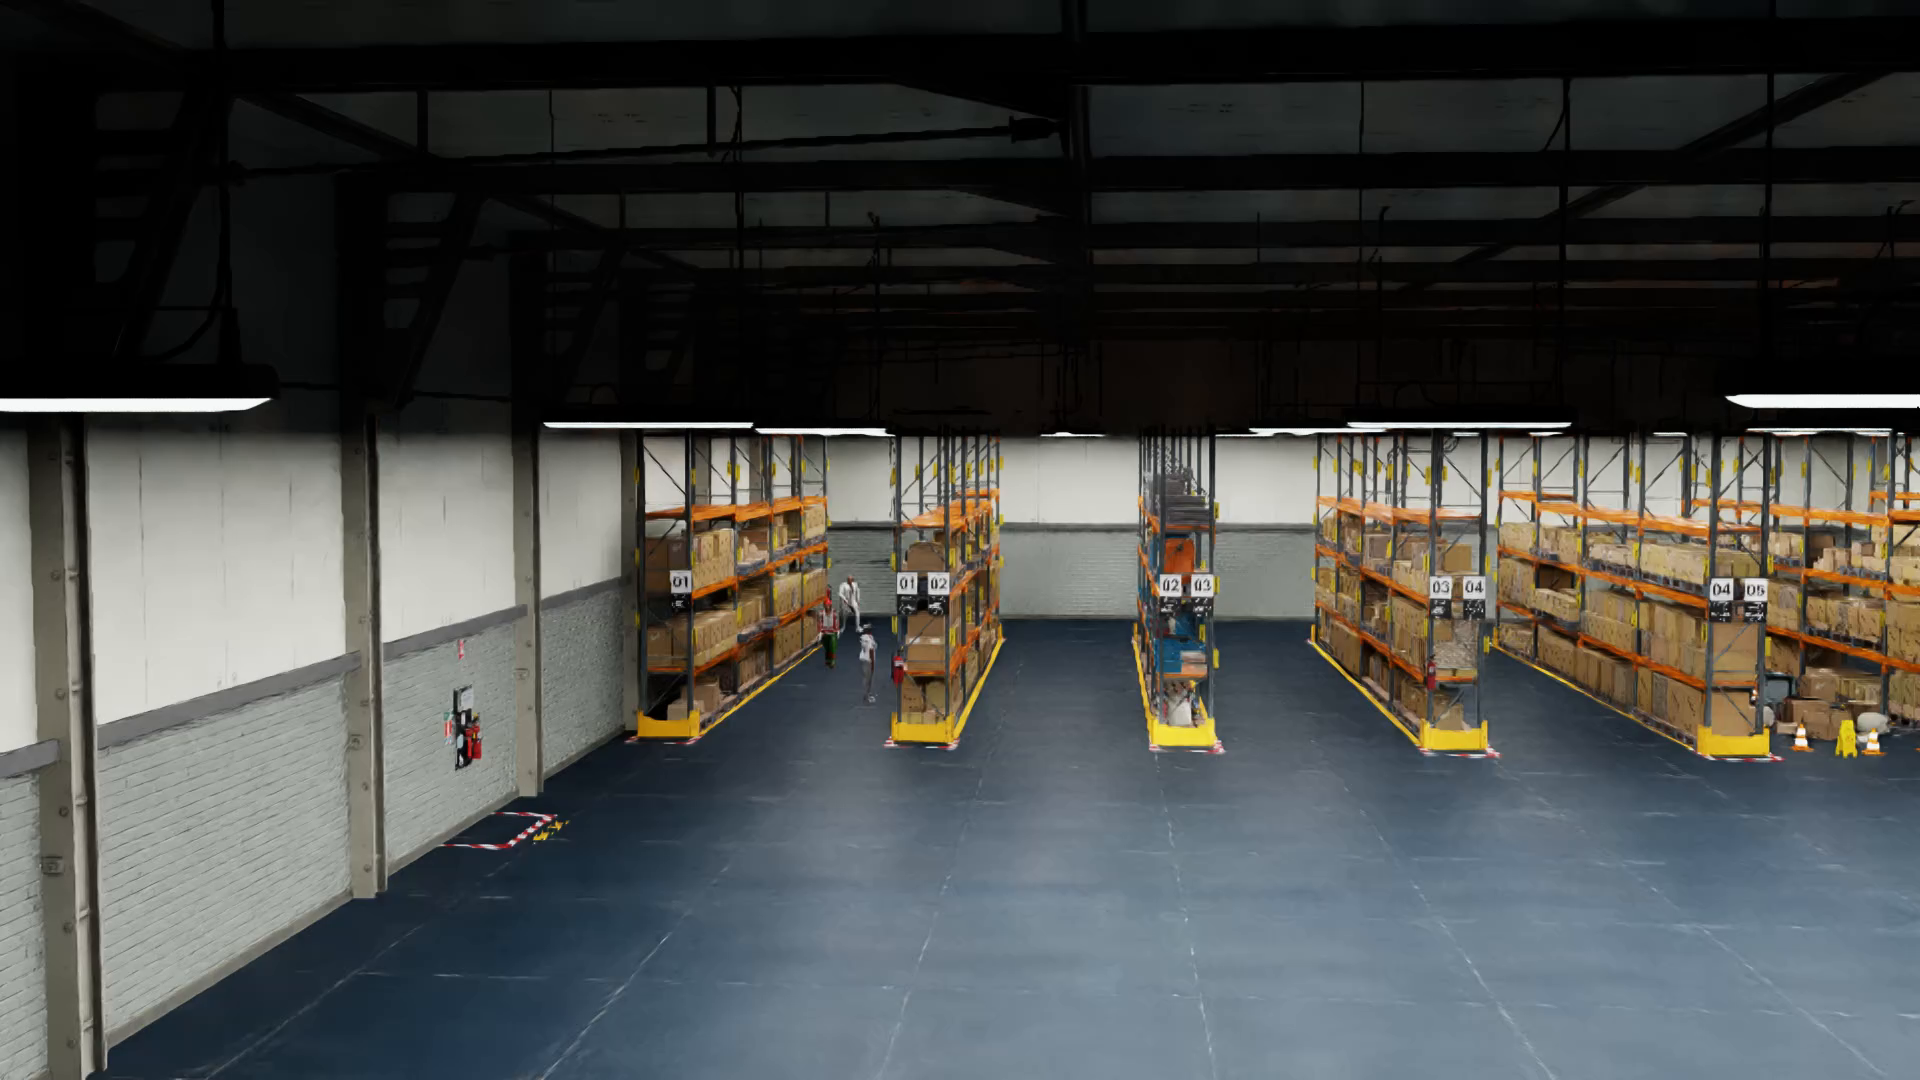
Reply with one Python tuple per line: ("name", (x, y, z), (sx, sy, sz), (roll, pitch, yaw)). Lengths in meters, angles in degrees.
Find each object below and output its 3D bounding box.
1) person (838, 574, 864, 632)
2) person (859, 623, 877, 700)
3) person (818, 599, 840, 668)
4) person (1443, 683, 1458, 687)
("person", (-3.267, 1.867, 49.134), (0.715, 1.726, 0.833), (-1, 4, -16))
("person", (-1.992, 2.654, 36.484), (0.422, 1.677, 0.502), (-2, 4, -27))
("person", (-3.293, 2.314, 41.661), (0.555, 1.703, 1.116), (0, 3, 2))
("person", (11.344, 2.468, 38.469), (0.404, 1.787, 0.677), (0, 4, -7))
